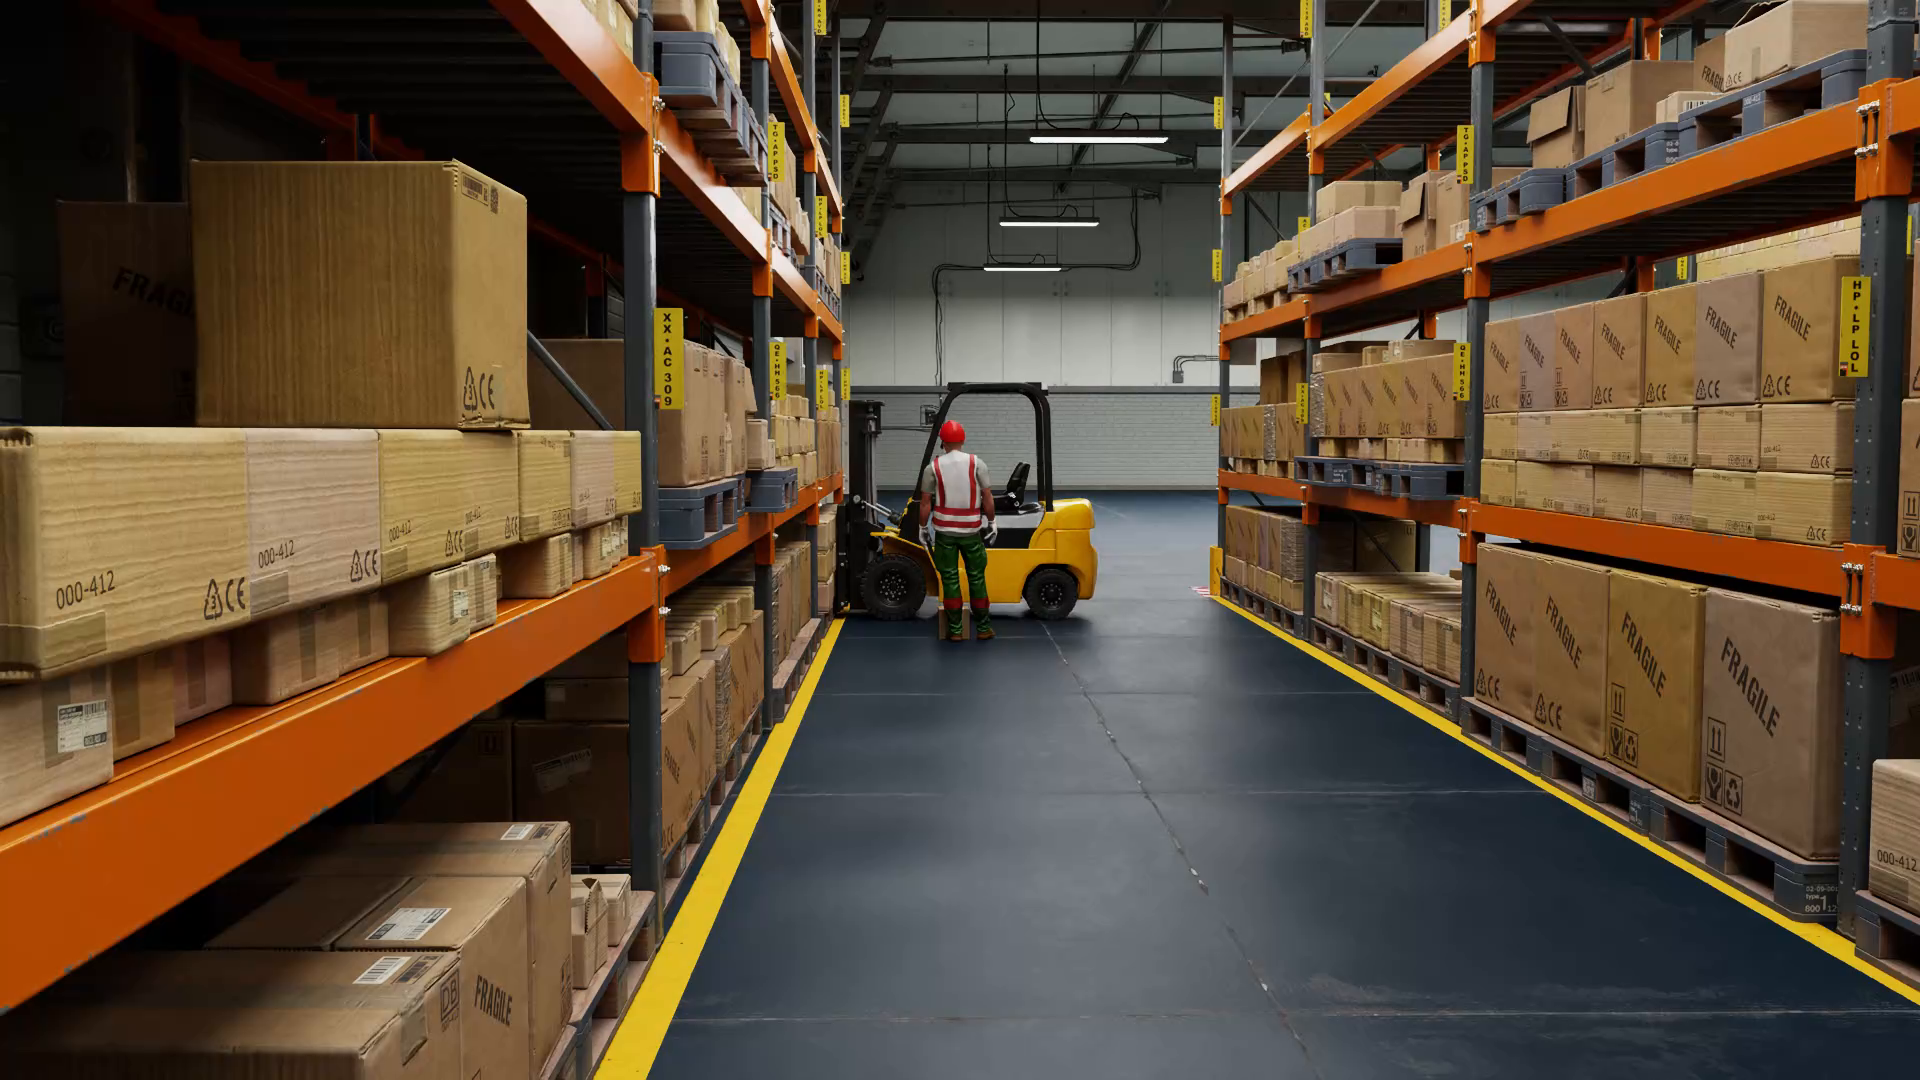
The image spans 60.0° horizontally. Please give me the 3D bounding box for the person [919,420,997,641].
[{"bbox_3d":[-0.016,-0.079,13.552,0.637,1.790,0.562,0,4,-1],"label":"person"}]
